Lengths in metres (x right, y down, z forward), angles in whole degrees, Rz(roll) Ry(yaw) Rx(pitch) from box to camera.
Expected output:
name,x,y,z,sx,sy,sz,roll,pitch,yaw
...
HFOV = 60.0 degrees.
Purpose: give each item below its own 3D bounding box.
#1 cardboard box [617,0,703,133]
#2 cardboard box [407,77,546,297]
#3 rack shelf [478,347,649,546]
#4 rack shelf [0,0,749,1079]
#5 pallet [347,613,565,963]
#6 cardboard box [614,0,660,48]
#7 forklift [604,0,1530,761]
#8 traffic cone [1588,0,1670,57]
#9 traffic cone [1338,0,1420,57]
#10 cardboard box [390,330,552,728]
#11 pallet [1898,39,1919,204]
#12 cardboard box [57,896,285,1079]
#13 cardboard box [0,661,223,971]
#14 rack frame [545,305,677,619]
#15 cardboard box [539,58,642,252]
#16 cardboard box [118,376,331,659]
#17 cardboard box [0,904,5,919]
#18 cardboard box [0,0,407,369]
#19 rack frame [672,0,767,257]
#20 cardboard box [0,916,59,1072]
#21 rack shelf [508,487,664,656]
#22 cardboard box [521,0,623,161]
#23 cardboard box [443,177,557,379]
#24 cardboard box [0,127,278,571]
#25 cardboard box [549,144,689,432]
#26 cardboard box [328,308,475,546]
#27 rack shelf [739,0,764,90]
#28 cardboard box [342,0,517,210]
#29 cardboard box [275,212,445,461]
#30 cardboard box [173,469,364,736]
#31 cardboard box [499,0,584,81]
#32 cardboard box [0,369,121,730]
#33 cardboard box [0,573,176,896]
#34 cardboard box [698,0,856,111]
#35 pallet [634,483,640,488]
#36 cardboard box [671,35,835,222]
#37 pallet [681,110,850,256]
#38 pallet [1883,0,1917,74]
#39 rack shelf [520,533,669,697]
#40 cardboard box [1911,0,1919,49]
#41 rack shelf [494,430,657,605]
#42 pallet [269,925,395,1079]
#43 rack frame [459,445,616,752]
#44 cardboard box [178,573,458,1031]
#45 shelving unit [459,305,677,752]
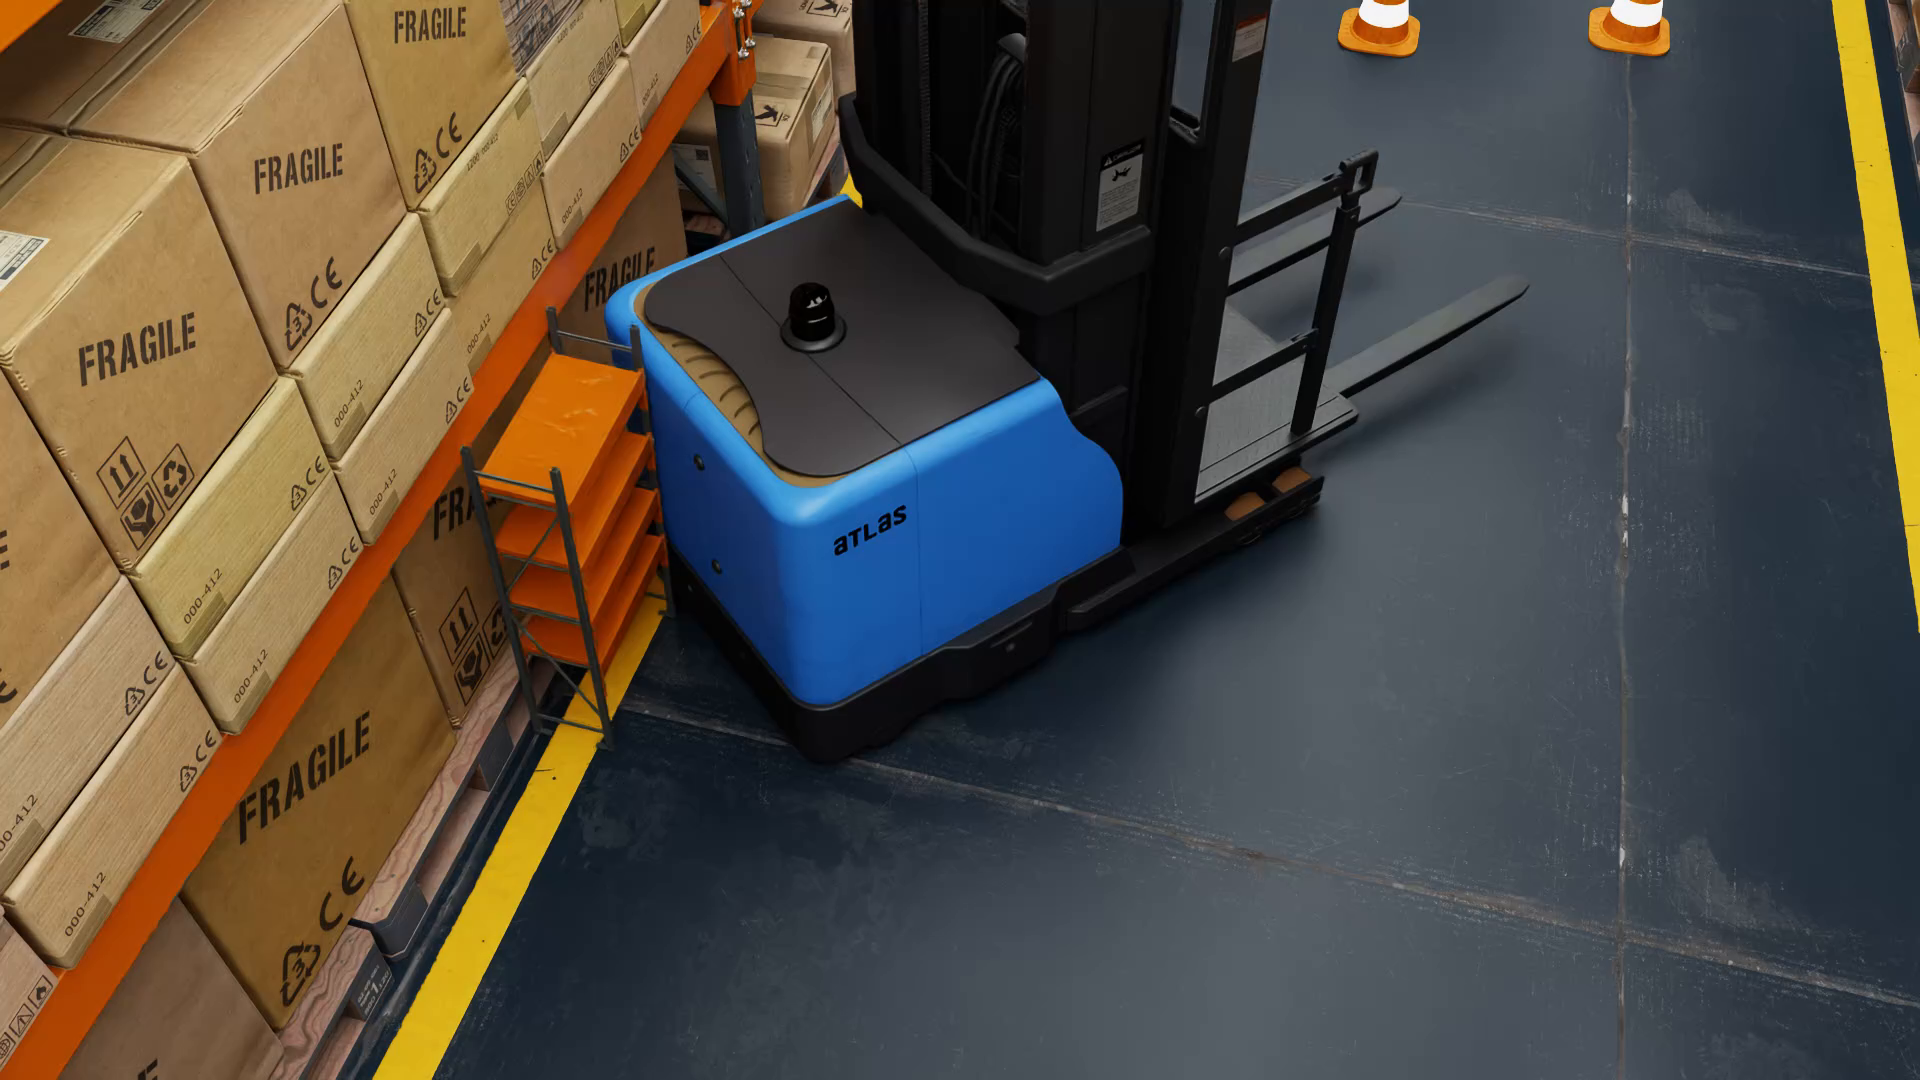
name,x,y,z,sx,sy,sz,roll,pitch,yaw
cardboard box,-1.040,-1.400,4.585,0.500,0.250,0.500,10,49,9
cardboard box,-1.286,-0.836,3.754,0.500,0.250,0.500,10,49,9
rack shelf,-0.980,-0.237,4.111,0.258,0.148,0.480,13,51,7
rack shelf,-1.684,-0.182,3.889,1.077,0.370,4.000,12,50,10
pallet,-1.761,0.491,4.675,1.003,0.211,1.213,12,50,10
cardboard box,-1.040,-1.582,4.412,0.500,0.250,0.500,11,50,10
forklift,0.537,-1.254,4.402,3.031,2.935,1.130,-28,54,-22
traffic cone,2.888,-2.344,7.010,0.336,0.463,0.334,12,50,10
traffic cone,1.808,-2.340,7.006,0.336,0.463,0.334,12,50,10
cardboard box,-1.658,-0.175,4.541,0.875,0.875,0.875,12,50,10
pallet,4.248,-1.475,6.411,1.003,0.211,1.213,12,50,10
cardboard box,-2.124,1.127,3.392,0.875,0.875,0.875,13,50,11
cardboard box,-1.705,0.436,2.965,0.500,0.250,0.500,10,49,9
rack frame,-0.941,-0.172,4.567,0.240,1.200,0.015,13,51,7
cardboard box,-1.159,-1.027,4.256,0.500,0.250,0.500,12,50,11
cardboard box,-1.554,-0.094,3.099,0.500,0.250,0.500,12,50,11
cardboard box,-1.822,0.649,2.444,0.500,0.250,0.500,10,49,9
cardboard box,-1.445,-0.709,3.142,0.500,0.500,0.500,11,49,9
rack frame,-1.157,-1.866,4.897,1.000,3.000,0.127,12,50,10
cardboard box,-1.840,0.810,2.634,0.500,0.250,0.500,11,49,9
rack shelf,-1.005,0.052,4.468,0.258,0.148,0.480,13,51,7
cardboard box,-1.171,-1.210,4.084,0.500,0.250,0.500,10,49,9
cardboard box,-1.307,-0.666,3.937,0.500,0.250,0.500,11,50,10
cardboard box,-1.575,-0.334,2.811,0.500,0.500,0.500,10,49,9
cardboard box,-1.419,-0.819,5.109,0.875,0.875,0.875,11,50,10
cardboard box,-1.414,-0.292,3.607,0.500,0.250,0.500,11,49,9
rack shelf,-0.631,-3.075,6.443,1.077,0.370,4.000,12,50,10
cardboard box,-1.305,-1.074,3.464,0.500,0.500,0.500,12,50,10
cardboard box,-1.422,-0.460,3.422,0.500,0.250,0.500,10,49,9
cardboard box,-1.555,0.068,3.289,0.500,0.250,0.500,11,50,10
cardboard box,-1.168,-1.432,3.780,0.500,0.500,0.500,12,50,11
cardboard box,-1.710,0.028,2.491,0.500,0.500,0.500,11,50,10
cardboard box,-1.712,0.266,2.781,0.500,0.250,0.500,12,50,11
cardboard box,-0.812,-2.078,6.556,0.950,0.372,0.625,11,49,9
pallet,-1.437,-0.388,5.452,1.003,0.211,1.213,12,50,10
cardboard box,-0.999,-1.542,6.083,0.950,0.372,0.625,9,49,7
pallet,-0.950,-1.509,6.441,1.003,0.211,1.213,12,50,10
pallet,4.567,-2.360,7.192,1.003,0.211,1.213,12,50,10
rack shelf,-1.016,0.176,4.623,0.258,0.148,0.480,13,51,7
cardboard box,4.363,-2.087,6.311,1.050,0.750,0.750,12,50,10
rack shelf,-0.993,-0.089,4.295,0.258,0.148,0.480,13,51,7
pallet,-2.080,1.377,3.894,1.003,0.211,1.213,12,50,10
rack frame,-1.063,0.191,4.265,0.240,1.200,0.015,13,51,7
cardboard box,-1.894,0.472,3.970,0.875,0.875,0.875,13,50,11
shelving unit,-1.002,0.009,4.416,0.258,1.200,0.503,13,51,7
